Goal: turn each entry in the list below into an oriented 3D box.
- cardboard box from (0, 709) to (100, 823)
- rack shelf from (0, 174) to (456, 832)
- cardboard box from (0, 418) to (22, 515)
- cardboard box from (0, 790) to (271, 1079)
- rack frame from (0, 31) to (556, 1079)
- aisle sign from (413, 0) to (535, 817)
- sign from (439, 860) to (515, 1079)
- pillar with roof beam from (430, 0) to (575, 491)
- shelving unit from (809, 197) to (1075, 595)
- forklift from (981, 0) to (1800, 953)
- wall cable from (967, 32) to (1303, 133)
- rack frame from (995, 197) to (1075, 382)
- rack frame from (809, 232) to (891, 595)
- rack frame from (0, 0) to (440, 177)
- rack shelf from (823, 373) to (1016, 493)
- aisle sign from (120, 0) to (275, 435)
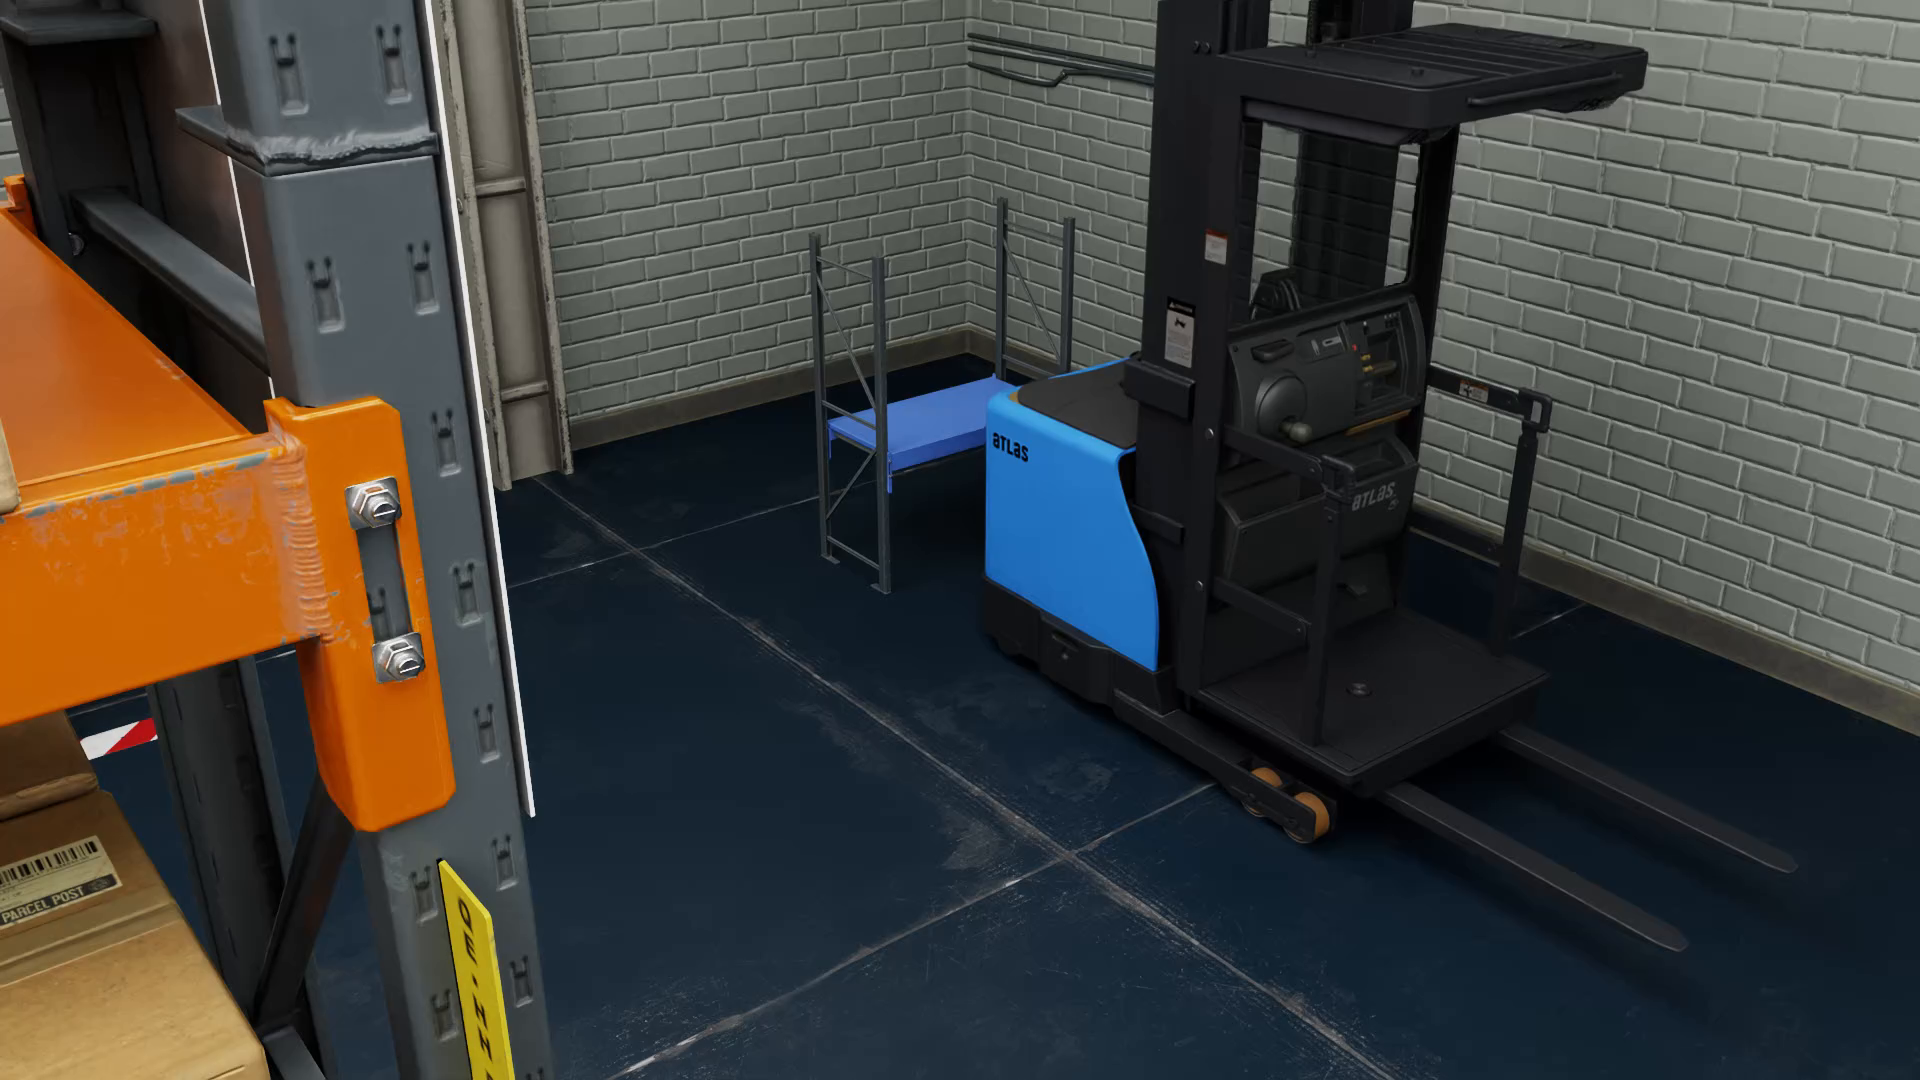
[{"bbox_3d":[-1.260,0.451,1.908,0.500,0.500,0.500,-17,30,-33],"label":"cardboard box"},{"bbox_3d":[-2.322,0.407,0.600,4.000,0.370,1.077,-18,31,-34],"label":"rack shelf"},{"bbox_3d":[-0.990,-0.150,1.124,0.500,0.250,0.500,-18,31,-34],"label":"cardboard box"},{"bbox_3d":[-0.929,0.630,1.523,0.500,0.500,0.500,-19,31,-34],"label":"cardboard box"},{"bbox_3d":[-0.749,0.922,2.200,0.127,3.000,1.000,-18,31,-34],"label":"rack frame"},{"bbox_3d":[-0.506,-0.173,1.472,0.004,0.787,0.394,-18,31,-34],"label":"aisle sign"},{"bbox_3d":[-0.422,0.443,1.482,0.005,0.325,0.100,-18,31,-34],"label":"sign"},{"bbox_3d":[0.439,-3.001,3.527,0.400,9.000,9.100,-18,31,-34],"label":"pillar with roof beam"},{"bbox_3d":[-0.067,-0.658,7.387,1.048,1.500,0.538,-18,31,-34],"label":"shelving unit"},{"bbox_3d":[1.379,-0.551,5.456,1.130,2.935,3.031,-18,30,-34],"label":"forklift"},{"bbox_3d":[0.863,-3.381,8.035,0.112,2.526,3.097,-18,31,-34],"label":"wall cable"},{"bbox_3d":[0.333,-0.790,7.671,0.032,1.500,0.500,-18,31,-34],"label":"rack frame"},{"bbox_3d":[-0.467,-0.526,7.102,0.032,1.500,0.500,-18,31,-34],"label":"rack frame"},{"bbox_3d":[-0.749,-1.799,0.937,0.127,3.000,1.000,-18,31,-34],"label":"rack frame"},{"bbox_3d":[-0.067,-0.495,7.462,1.000,0.185,0.538,-18,31,-34],"label":"rack shelf"},{"bbox_3d":[-0.876,-0.372,1.900,0.004,0.787,0.394,-18,31,-34],"label":"aisle sign"}]
